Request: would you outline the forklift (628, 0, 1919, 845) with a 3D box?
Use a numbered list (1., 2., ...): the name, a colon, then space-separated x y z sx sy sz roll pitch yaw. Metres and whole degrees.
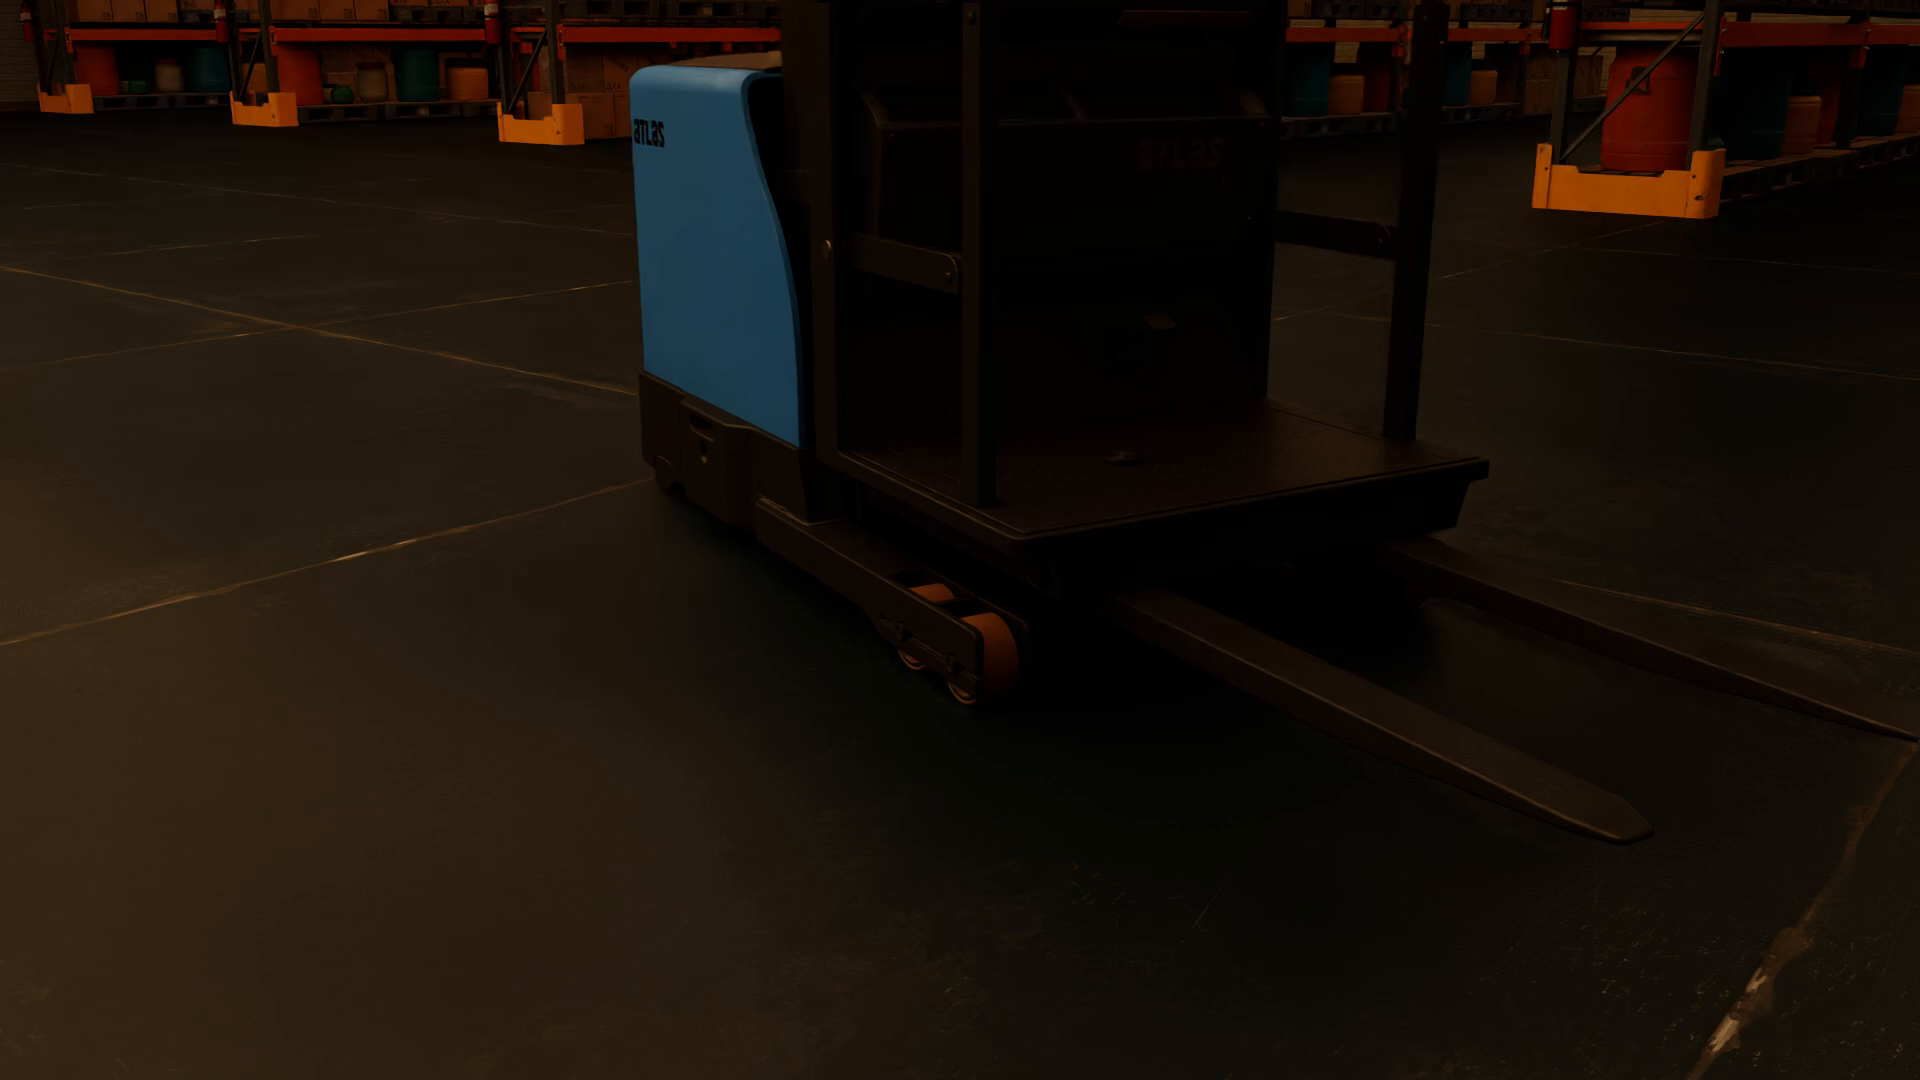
1. forklift: 0.329 -1.258 3.041 1.130 2.935 3.031 -9 19 -28
